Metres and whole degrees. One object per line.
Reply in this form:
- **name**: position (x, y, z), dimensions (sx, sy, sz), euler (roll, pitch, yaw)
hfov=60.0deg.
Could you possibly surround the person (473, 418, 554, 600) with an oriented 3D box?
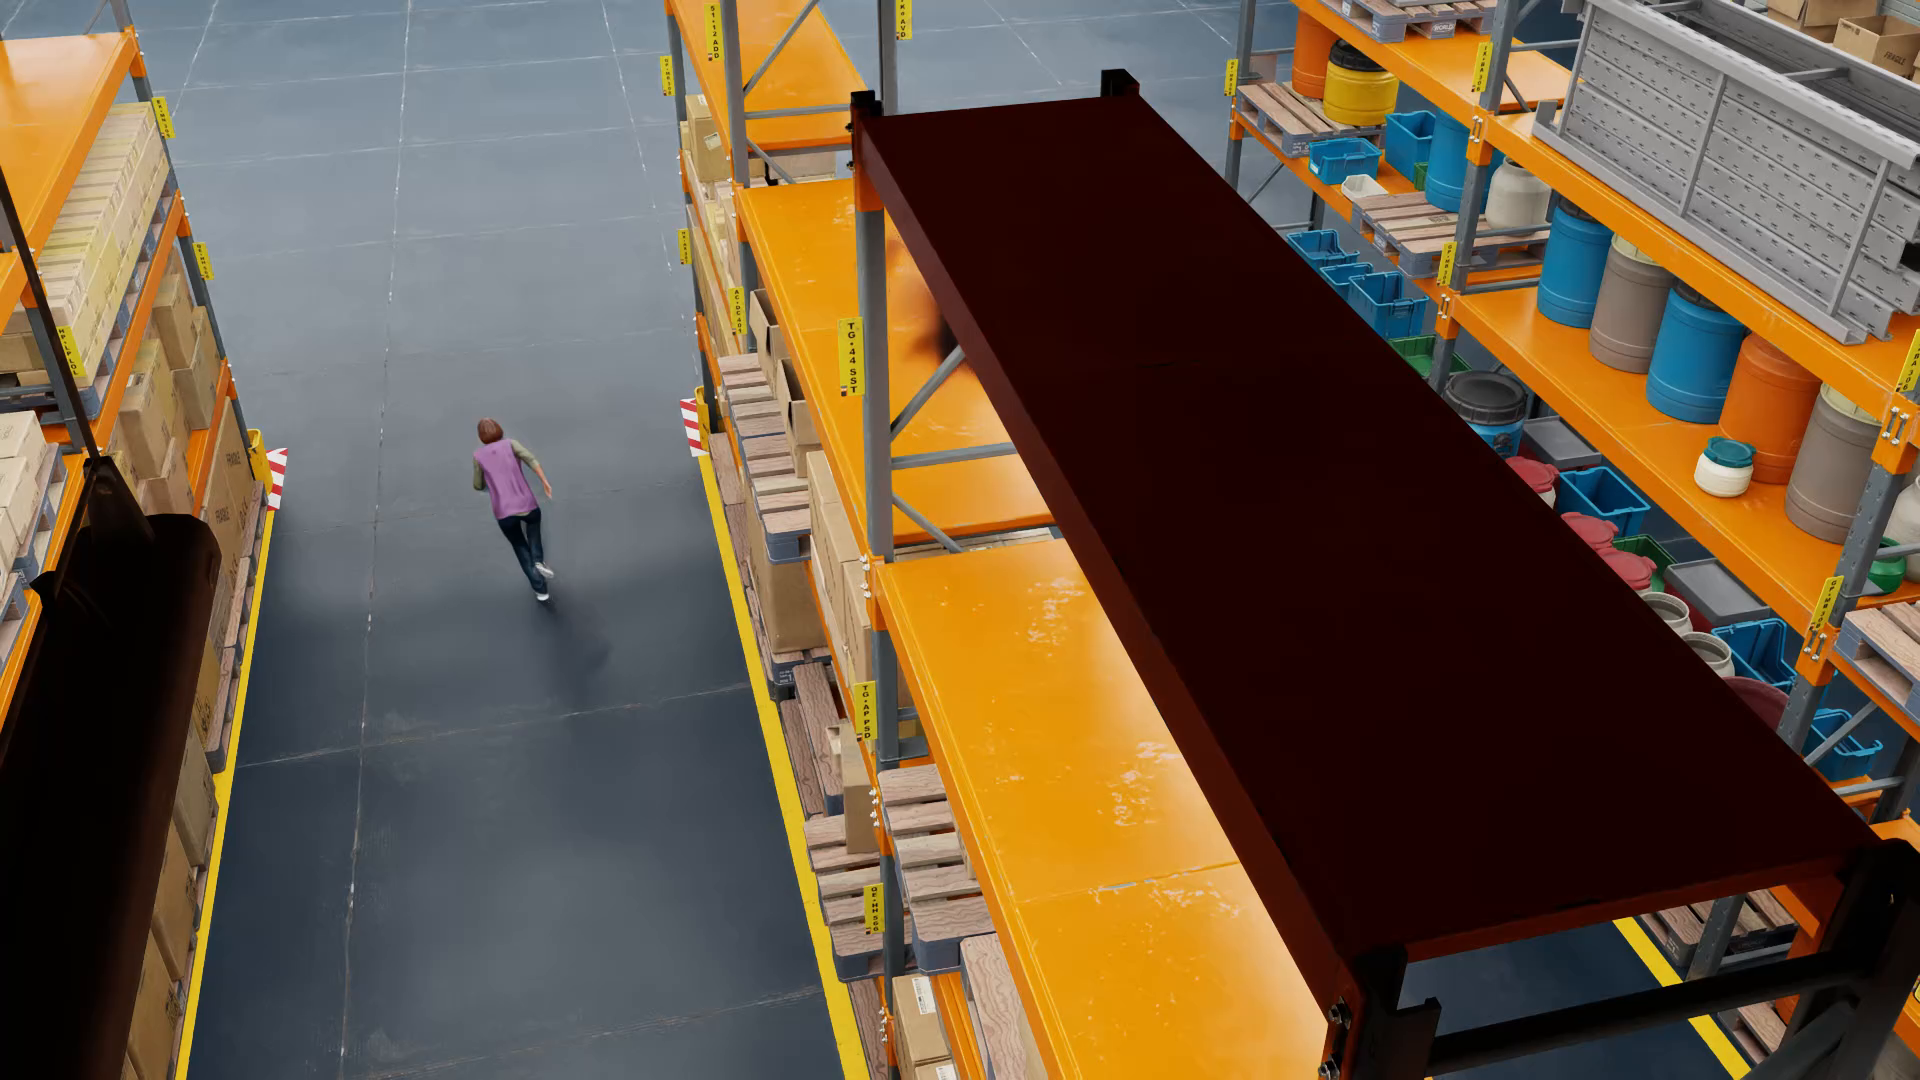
- **person**: position (-3.556, -0.271, 13.266), dimensions (0.552, 1.359, 0.919), euler (-12, 36, -17)
